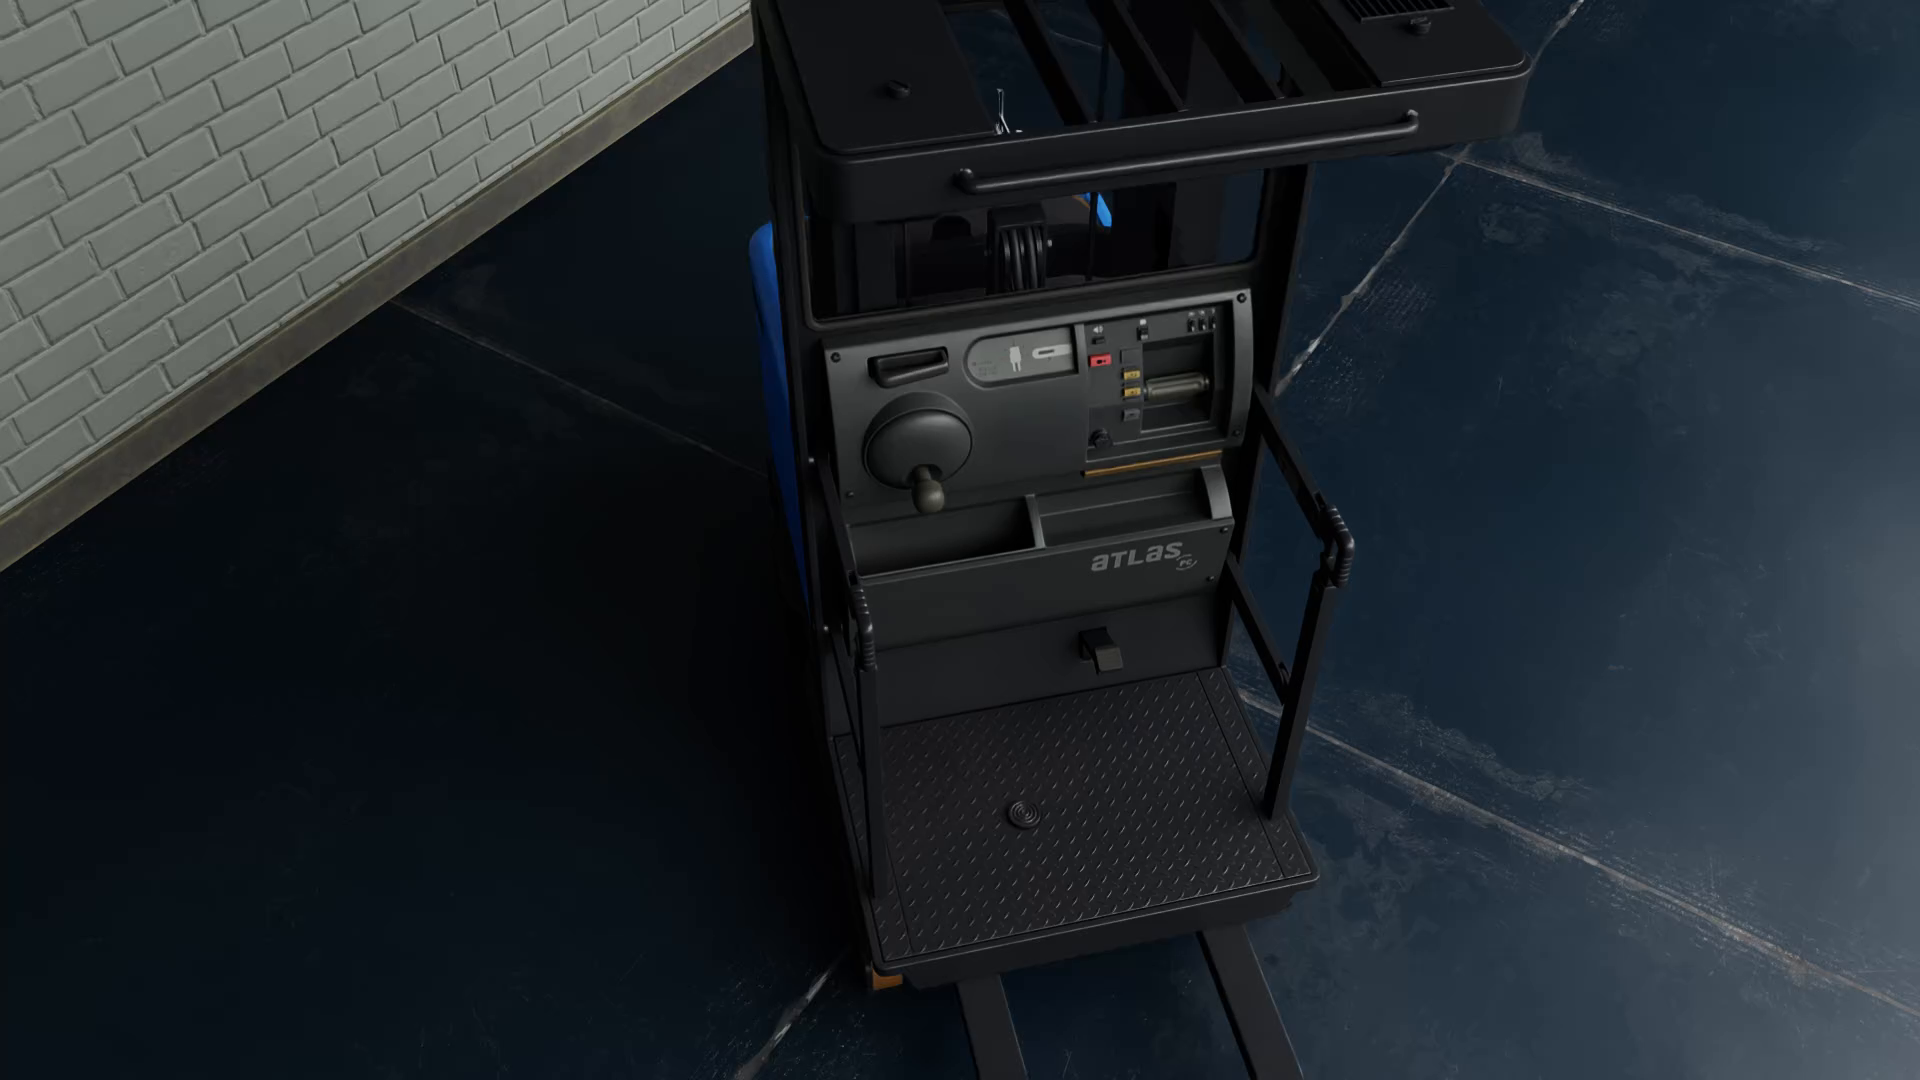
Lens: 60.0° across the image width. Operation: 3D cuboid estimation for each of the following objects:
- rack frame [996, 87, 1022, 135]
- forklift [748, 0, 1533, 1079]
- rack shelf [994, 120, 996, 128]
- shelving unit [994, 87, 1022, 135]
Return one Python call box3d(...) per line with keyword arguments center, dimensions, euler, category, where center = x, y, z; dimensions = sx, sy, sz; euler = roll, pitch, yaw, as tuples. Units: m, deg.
box3d(center=(0.142, -0.818, 5.207), dimensions=(0.015, 1.200, 0.240), euler=(-9, 46, -9), category="rack frame")
box3d(center=(0.230, -0.209, 3.409), dimensions=(1.130, 2.935, 3.031), euler=(-9, 47, -9), category="forklift")
box3d(center=(-0.097, -1.071, 4.872), dimensions=(0.480, 0.148, 0.258), euler=(-9, 46, -9), category="rack shelf")
box3d(center=(-0.096, -0.779, 5.168), dimensions=(0.503, 1.200, 0.258), euler=(-9, 46, -9), category="shelving unit")
